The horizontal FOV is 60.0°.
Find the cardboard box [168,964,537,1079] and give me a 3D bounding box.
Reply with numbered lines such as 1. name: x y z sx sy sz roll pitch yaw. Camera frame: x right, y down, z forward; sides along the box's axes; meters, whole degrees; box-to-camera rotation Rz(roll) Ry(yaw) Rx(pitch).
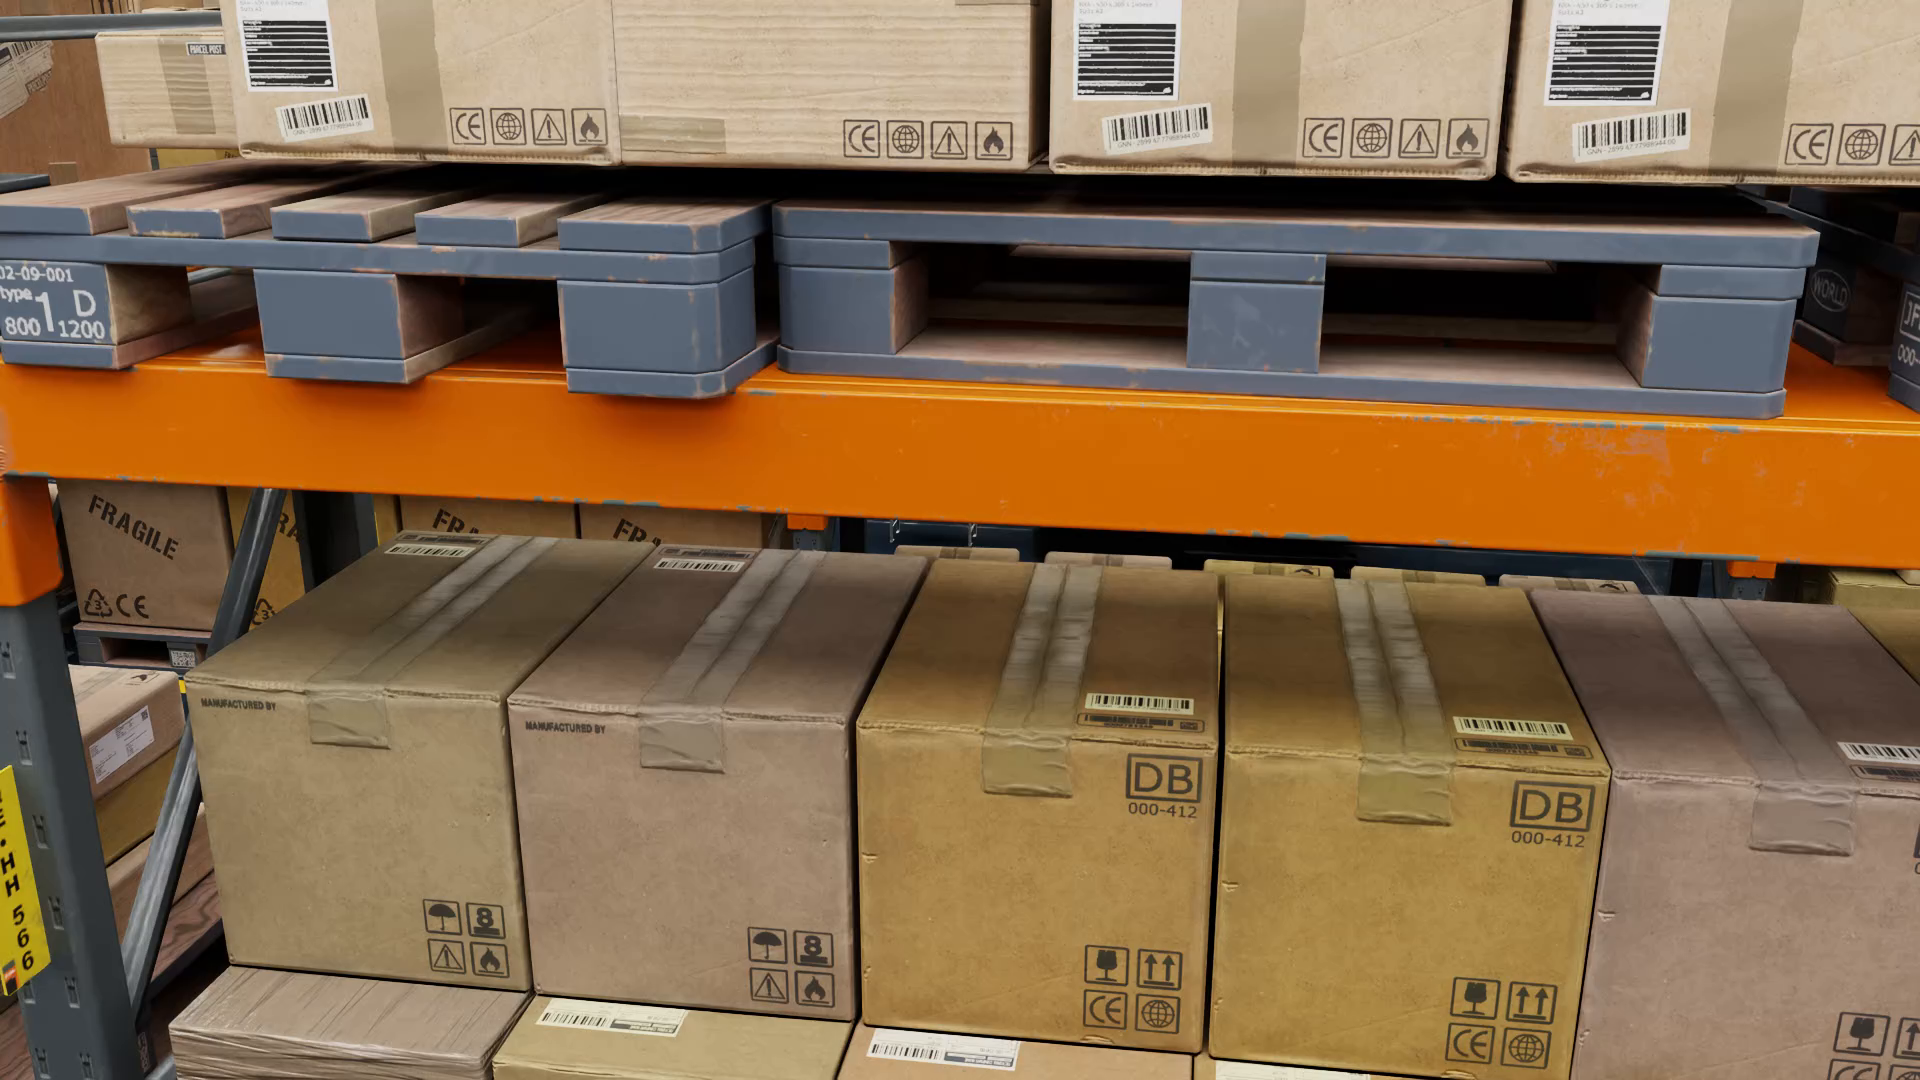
1. cardboard box: -0.896 0.893 2.749 0.500 0.500 0.500 3 19 9

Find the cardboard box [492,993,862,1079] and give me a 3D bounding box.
1. cardboard box: -0.394 0.918 2.675 0.500 0.500 0.500 3 19 8

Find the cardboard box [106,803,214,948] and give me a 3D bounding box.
1. cardboard box: -1.706 0.668 3.314 0.250 0.149 0.380 3 19 8

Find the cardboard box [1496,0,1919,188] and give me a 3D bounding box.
1. cardboard box: 0.887 -0.611 1.996 0.500 0.311 0.500 2 19 7

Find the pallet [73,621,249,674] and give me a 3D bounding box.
1. pallet: -3.787 0.414 8.733 1.213 0.211 1.003 3 19 9

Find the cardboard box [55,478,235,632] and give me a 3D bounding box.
1. cardboard box: -3.936 -0.109 8.589 0.875 0.875 0.875 4 19 10

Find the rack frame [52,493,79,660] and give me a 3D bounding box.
1. rack frame: -4.560 -0.924 8.336 0.127 3.000 1.000 3 19 9

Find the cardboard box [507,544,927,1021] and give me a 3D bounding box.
1. cardboard box: -0.355 0.363 2.759 0.500 0.500 0.700 3 19 8

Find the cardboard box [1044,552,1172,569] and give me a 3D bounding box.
1. cardboard box: 0.675 0.391 7.887 0.625 0.372 0.950 3 19 8

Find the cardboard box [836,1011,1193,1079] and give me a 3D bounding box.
1. cardboard box: 0.104 0.943 2.598 0.500 0.500 0.500 3 19 9

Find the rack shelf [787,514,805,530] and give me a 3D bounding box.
1. rack shelf: -2.586 -0.482 8.150 4.000 0.370 1.077 3 19 9

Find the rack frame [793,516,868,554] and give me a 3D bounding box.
1. rack frame: -0.611 -0.722 7.735 0.127 3.000 1.000 3 19 9

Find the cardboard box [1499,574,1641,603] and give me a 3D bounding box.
1. cardboard box: 2.820 0.500 7.560 0.625 0.372 0.950 3 19 9

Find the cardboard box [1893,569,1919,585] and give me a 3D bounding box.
1. cardboard box: 3.992 0.060 6.864 0.250 0.149 0.380 3 19 9

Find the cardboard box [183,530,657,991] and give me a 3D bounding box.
1. cardboard box: -0.855 0.338 2.833 0.500 0.500 0.700 3 19 8

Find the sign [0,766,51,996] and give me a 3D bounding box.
1. sign: -1.373 0.492 2.404 0.005 0.325 0.100 3 19 9

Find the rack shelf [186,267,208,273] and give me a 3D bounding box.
1. rack shelf: -3.271 -0.349 3.024 4.000 0.370 1.077 3 19 9

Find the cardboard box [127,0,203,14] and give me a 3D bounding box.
1. cardboard box: -3.736 -2.458 7.374 0.500 0.500 0.500 3 19 8

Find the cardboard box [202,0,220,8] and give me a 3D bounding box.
1. cardboard box: -3.657 -2.525 7.872 0.500 0.311 0.500 3 19 9

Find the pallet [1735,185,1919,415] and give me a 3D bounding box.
1. pallet: 1.740 -0.328 2.129 1.217 0.209 0.805 2 19 6

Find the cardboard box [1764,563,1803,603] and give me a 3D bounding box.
1. cardboard box: 3.965 0.174 7.546 0.500 0.500 0.500 3 19 8

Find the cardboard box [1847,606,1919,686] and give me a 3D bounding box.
1. cardboard box: 1.654 0.465 2.453 0.500 0.500 0.700 3 19 8

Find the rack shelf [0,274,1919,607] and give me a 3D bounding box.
1. rack shelf: 0.678 -0.147 2.422 4.000 0.370 1.077 3 19 9

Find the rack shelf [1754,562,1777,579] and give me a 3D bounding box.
1. rack shelf: 5.313 -0.079 6.946 4.000 0.370 1.077 3 19 9

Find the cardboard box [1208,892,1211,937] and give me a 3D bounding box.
1. cardboard box: 0.683 0.800 3.028 0.500 0.500 0.500 3 19 10

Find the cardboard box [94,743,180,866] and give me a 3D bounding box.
1. cardboard box: -1.742 0.525 3.271 0.250 0.149 0.380 4 19 11

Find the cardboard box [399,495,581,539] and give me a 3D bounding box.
1. cardboard box: -2.160 -0.021 8.325 0.875 0.875 0.875 3 19 9

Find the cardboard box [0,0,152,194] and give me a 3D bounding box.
1. cardboard box: -1.818 -0.749 2.928 0.500 0.500 0.500 3 19 9

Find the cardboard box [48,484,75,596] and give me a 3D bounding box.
1. cardboard box: -5.163 0.027 8.871 0.875 0.438 0.875 3 19 8

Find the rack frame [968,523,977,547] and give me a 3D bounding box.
1. rack frame: 0.077 -0.565 10.101 0.015 1.200 0.240 3 19 9

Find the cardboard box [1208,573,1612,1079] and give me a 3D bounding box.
1. cardboard box: 0.656 0.413 2.607 0.500 0.500 0.700 3 19 8

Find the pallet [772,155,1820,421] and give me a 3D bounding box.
1. pallet: 0.452 -0.428 2.426 1.213 0.211 1.003 4 19 11

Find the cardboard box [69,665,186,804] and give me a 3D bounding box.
1. cardboard box: -1.726 0.387 3.215 0.250 0.149 0.380 3 19 9

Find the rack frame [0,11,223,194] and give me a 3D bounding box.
1. rack frame: -1.296 -2.011 2.133 0.127 3.000 1.000 3 19 9

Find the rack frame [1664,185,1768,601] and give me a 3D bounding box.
1. rack frame: 3.338 -0.521 7.133 0.127 3.000 1.000 3 19 9

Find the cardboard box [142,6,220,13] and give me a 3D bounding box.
1. cardboard box: -3.367 -2.261 7.313 0.250 0.166 0.380 2 19 5

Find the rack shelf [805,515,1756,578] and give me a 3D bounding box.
1. rack shelf: 1.364 -0.281 7.548 4.000 0.370 1.077 3 19 9

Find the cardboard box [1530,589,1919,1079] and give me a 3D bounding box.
1. cardboard box: 1.155 0.439 2.530 0.500 0.500 0.700 3 19 9

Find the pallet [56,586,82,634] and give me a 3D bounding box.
1. pallet: -5.299 0.336 8.967 1.213 0.211 1.003 3 19 9

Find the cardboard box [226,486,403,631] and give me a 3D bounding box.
1. cardboard box: -3.042 -0.066 8.460 0.875 0.875 0.875 3 19 10

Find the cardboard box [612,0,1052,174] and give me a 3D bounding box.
1. cardboard box: -0.122 -0.634 2.160 0.500 0.250 0.500 3 19 10

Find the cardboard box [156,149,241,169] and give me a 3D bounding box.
1. cardboard box: -5.840 -2.923 12.898 0.500 0.500 0.500 3 19 10

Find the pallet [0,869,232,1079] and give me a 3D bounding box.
1. pallet: -2.017 0.922 3.123 1.003 0.211 1.213 3 19 9

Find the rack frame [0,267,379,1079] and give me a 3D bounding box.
1. rack frame: -1.296 0.833 3.085 0.127 3.000 1.000 3 19 9

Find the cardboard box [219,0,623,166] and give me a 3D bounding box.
1. cardboard box: -0.617 -0.688 2.226 0.500 0.311 0.500 3 19 9

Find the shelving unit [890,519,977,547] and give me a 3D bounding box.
1. shelving unit: -0.163 -0.577 10.138 0.503 1.200 0.258 3 19 9

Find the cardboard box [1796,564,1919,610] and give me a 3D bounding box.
1. cardboard box: 3.878 0.342 7.042 0.500 0.500 0.500 4 19 11

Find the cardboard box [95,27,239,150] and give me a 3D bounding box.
1. cardboard box: -0.992 -0.650 2.366 0.250 0.149 0.380 2 19 6

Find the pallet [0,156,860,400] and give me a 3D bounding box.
1. pallet: -0.652 -0.484 2.592 1.003 0.211 1.213 4 19 11

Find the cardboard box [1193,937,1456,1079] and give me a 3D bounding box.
1. cardboard box: 0.596 0.969 2.521 0.500 0.500 0.500 3 19 8

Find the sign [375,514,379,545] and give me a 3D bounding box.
1. sign: -1.212 0.110 3.421 0.005 0.325 0.100 3 19 9

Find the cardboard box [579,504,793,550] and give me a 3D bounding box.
1. cardboard box: -1.280 0.025 8.187 0.875 0.875 0.875 3 19 8

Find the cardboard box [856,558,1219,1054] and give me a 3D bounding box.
1. cardboard box: 0.152 0.388 2.683 0.500 0.500 0.700 3 19 8

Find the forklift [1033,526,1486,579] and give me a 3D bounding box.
1. forklift: 1.983 -1.315 9.613 3.031 2.935 1.130 2 19 6

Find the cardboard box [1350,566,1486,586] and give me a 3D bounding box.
1. cardboard box: 2.110 0.465 7.665 0.625 0.372 0.950 4 19 12

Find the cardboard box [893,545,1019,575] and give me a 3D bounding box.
1. cardboard box: -0.055 0.356 7.991 0.625 0.372 0.950 2 19 5

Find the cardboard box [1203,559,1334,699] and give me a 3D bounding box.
1. cardboard box: 1.423 0.431 7.768 0.625 0.372 0.950 4 19 10

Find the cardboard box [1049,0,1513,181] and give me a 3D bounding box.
1. cardboard box: 0.385 -0.637 2.073 0.500 0.311 0.500 3 19 8

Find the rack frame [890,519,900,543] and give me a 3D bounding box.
1. rack frame: -0.404 -0.590 10.174 0.015 1.200 0.240 3 19 9
